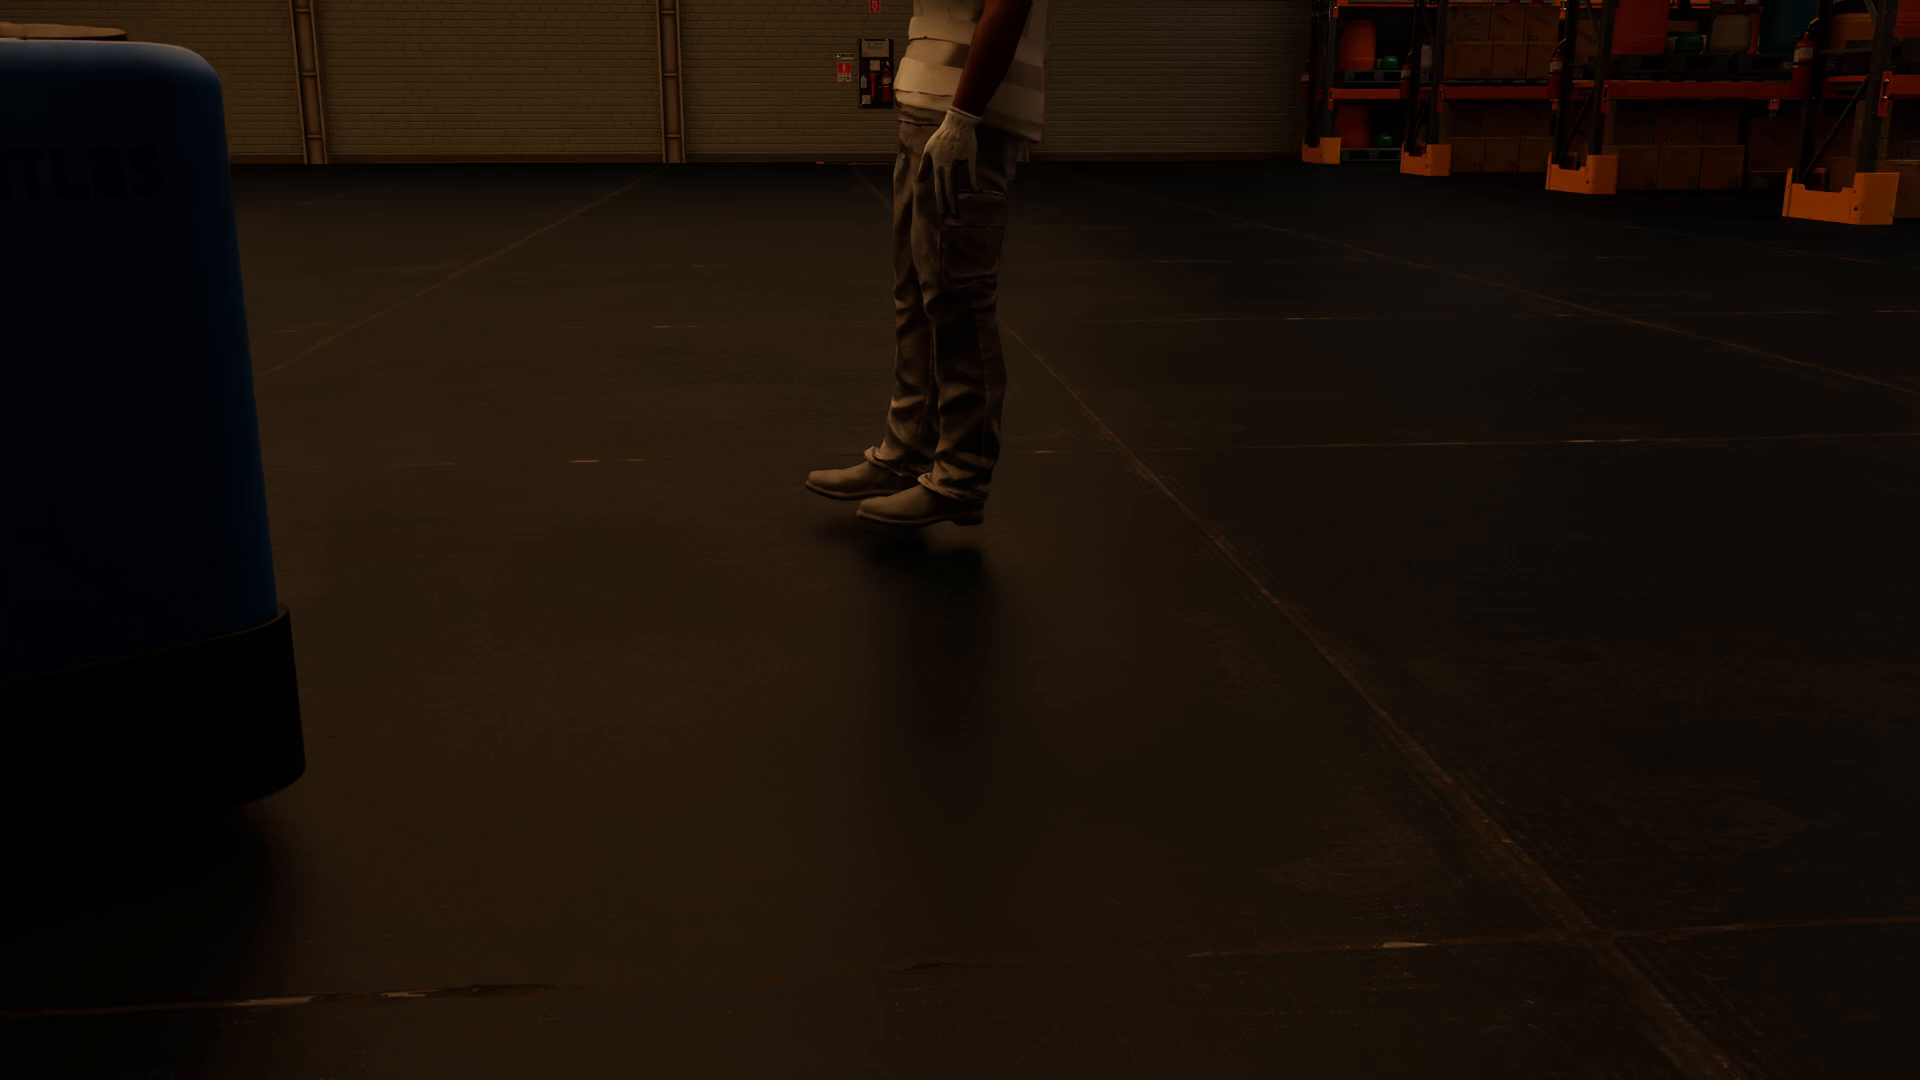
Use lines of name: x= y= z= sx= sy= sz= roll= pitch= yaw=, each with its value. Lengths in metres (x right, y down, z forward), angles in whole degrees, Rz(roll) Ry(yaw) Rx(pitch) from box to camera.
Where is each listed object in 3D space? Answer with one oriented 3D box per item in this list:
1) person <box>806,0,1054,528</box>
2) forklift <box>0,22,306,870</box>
person: x=-0.073 y=-0.908 z=3.697 sx=0.575 sy=1.784 sz=0.656 roll=-1 pitch=15 yaw=-5
forklift: x=-2.350 y=-0.838 z=1.359 sx=3.031 sy=2.935 sz=1.130 roll=-14 pitch=20 yaw=-42
